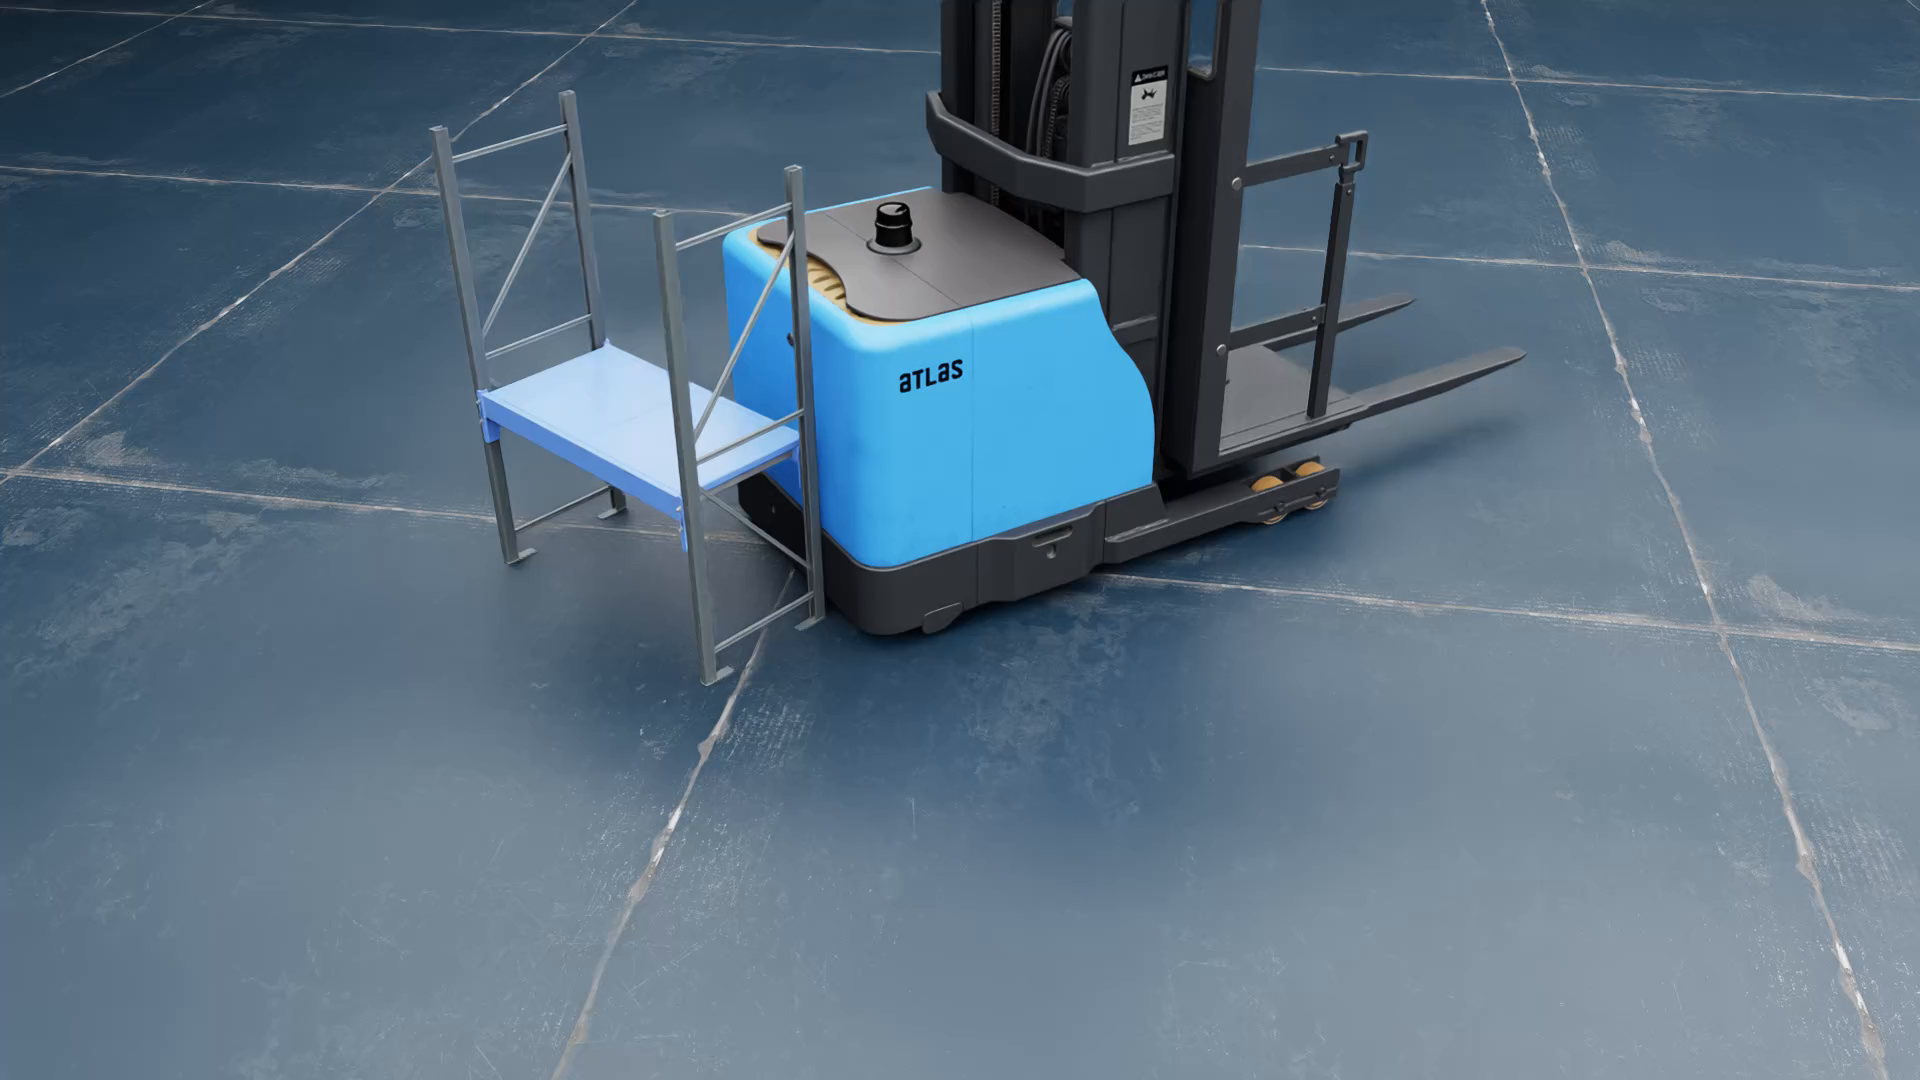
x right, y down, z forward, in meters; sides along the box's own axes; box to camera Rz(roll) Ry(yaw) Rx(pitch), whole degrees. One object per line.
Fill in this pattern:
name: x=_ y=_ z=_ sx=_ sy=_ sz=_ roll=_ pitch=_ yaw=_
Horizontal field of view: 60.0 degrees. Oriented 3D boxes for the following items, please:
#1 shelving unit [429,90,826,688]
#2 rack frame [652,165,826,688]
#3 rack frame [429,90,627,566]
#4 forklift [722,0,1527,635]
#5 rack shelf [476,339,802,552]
shelving unit: x=-0.988 y=-0.472 z=5.091 sx=1.048 sy=1.500 sz=0.538 roll=26 pitch=40 yaw=35
rack frame: x=-0.610 y=-0.292 z=4.803 sx=0.032 sy=1.500 sz=0.500 roll=26 pitch=40 yaw=35
rack frame: x=-1.365 y=-0.653 z=5.380 sx=0.032 sy=1.500 sz=0.500 roll=26 pitch=40 yaw=35
forklift: x=0.751 y=-1.519 z=5.415 sx=3.031 sy=2.935 sz=1.130 roll=-18 pitch=36 yaw=-26
rack shelf: x=-0.988 y=-0.320 z=5.187 sx=1.000 sy=0.185 sz=0.538 roll=26 pitch=40 yaw=35
